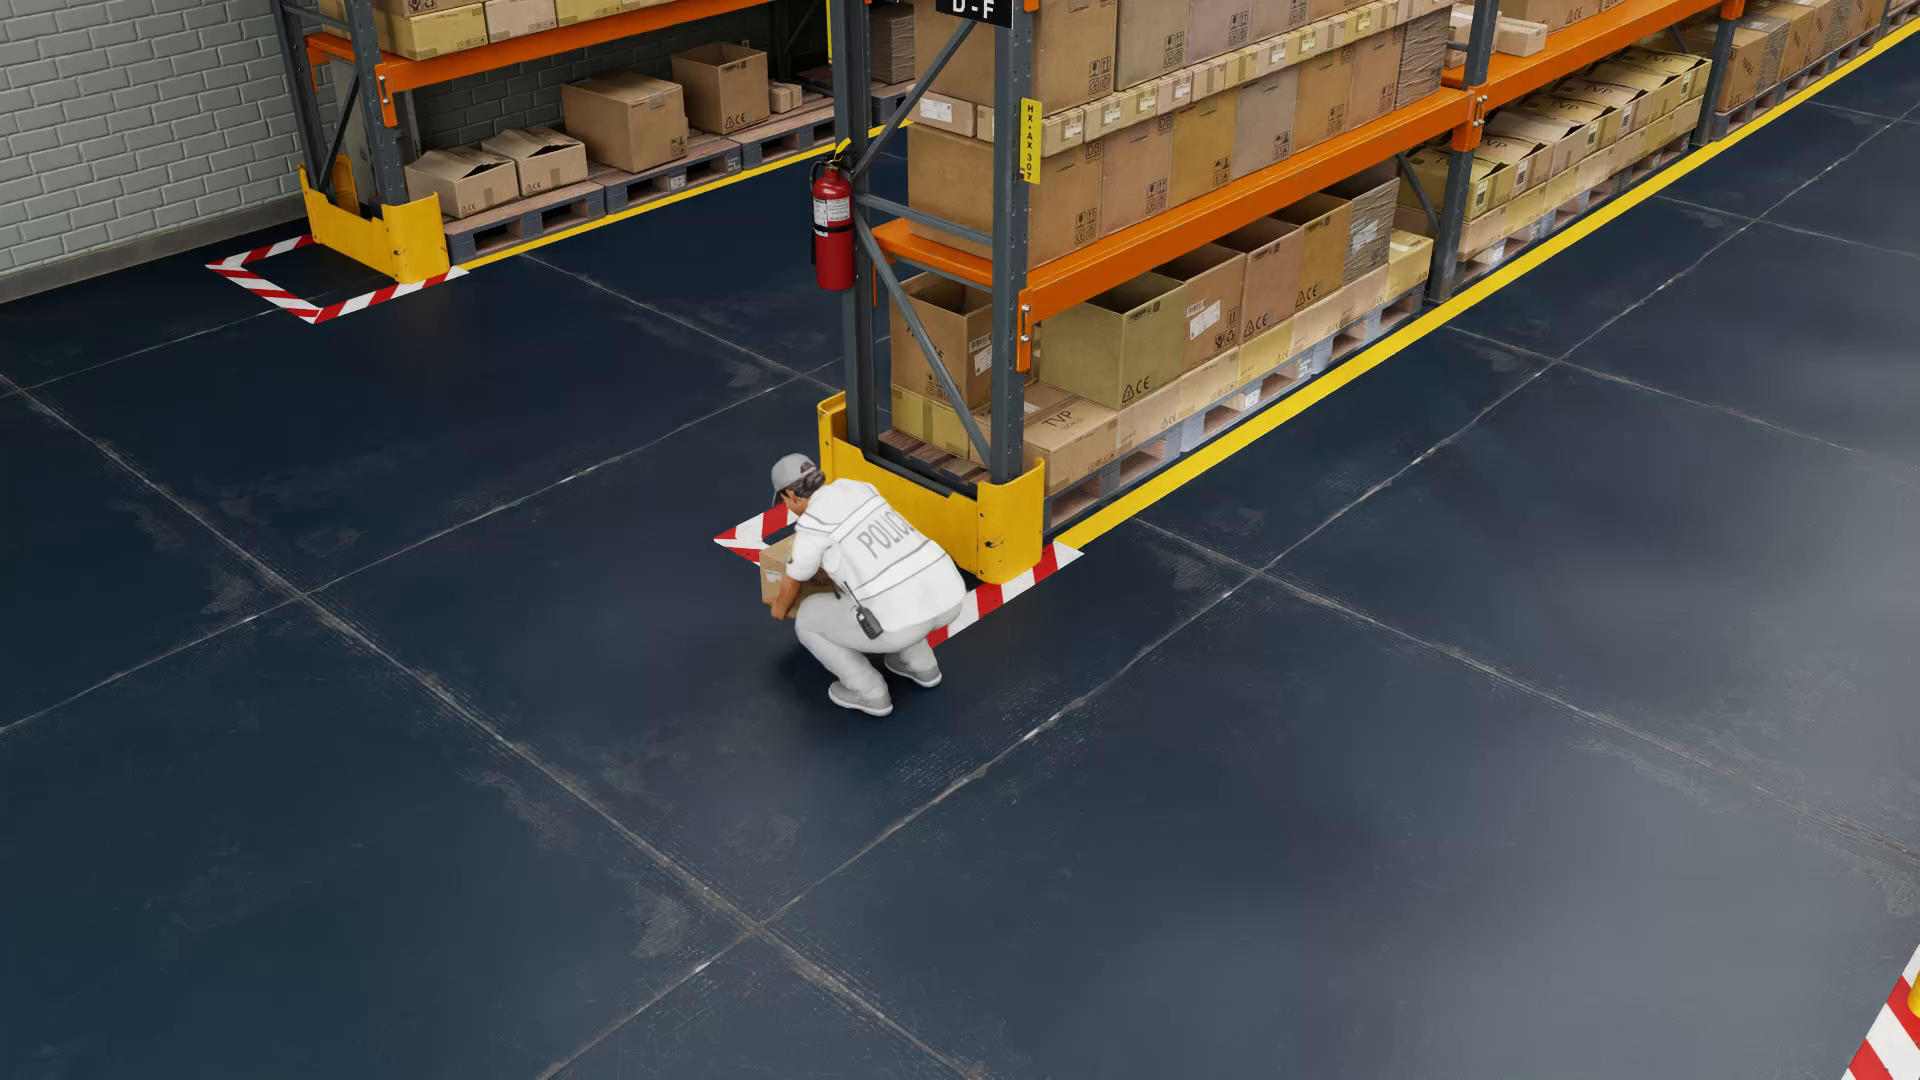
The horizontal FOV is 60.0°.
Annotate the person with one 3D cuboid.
[{"bbox_3d":[-0.398,0.160,6.573,0.876,0.948,0.512,24,39,34],"label":"person"}]
